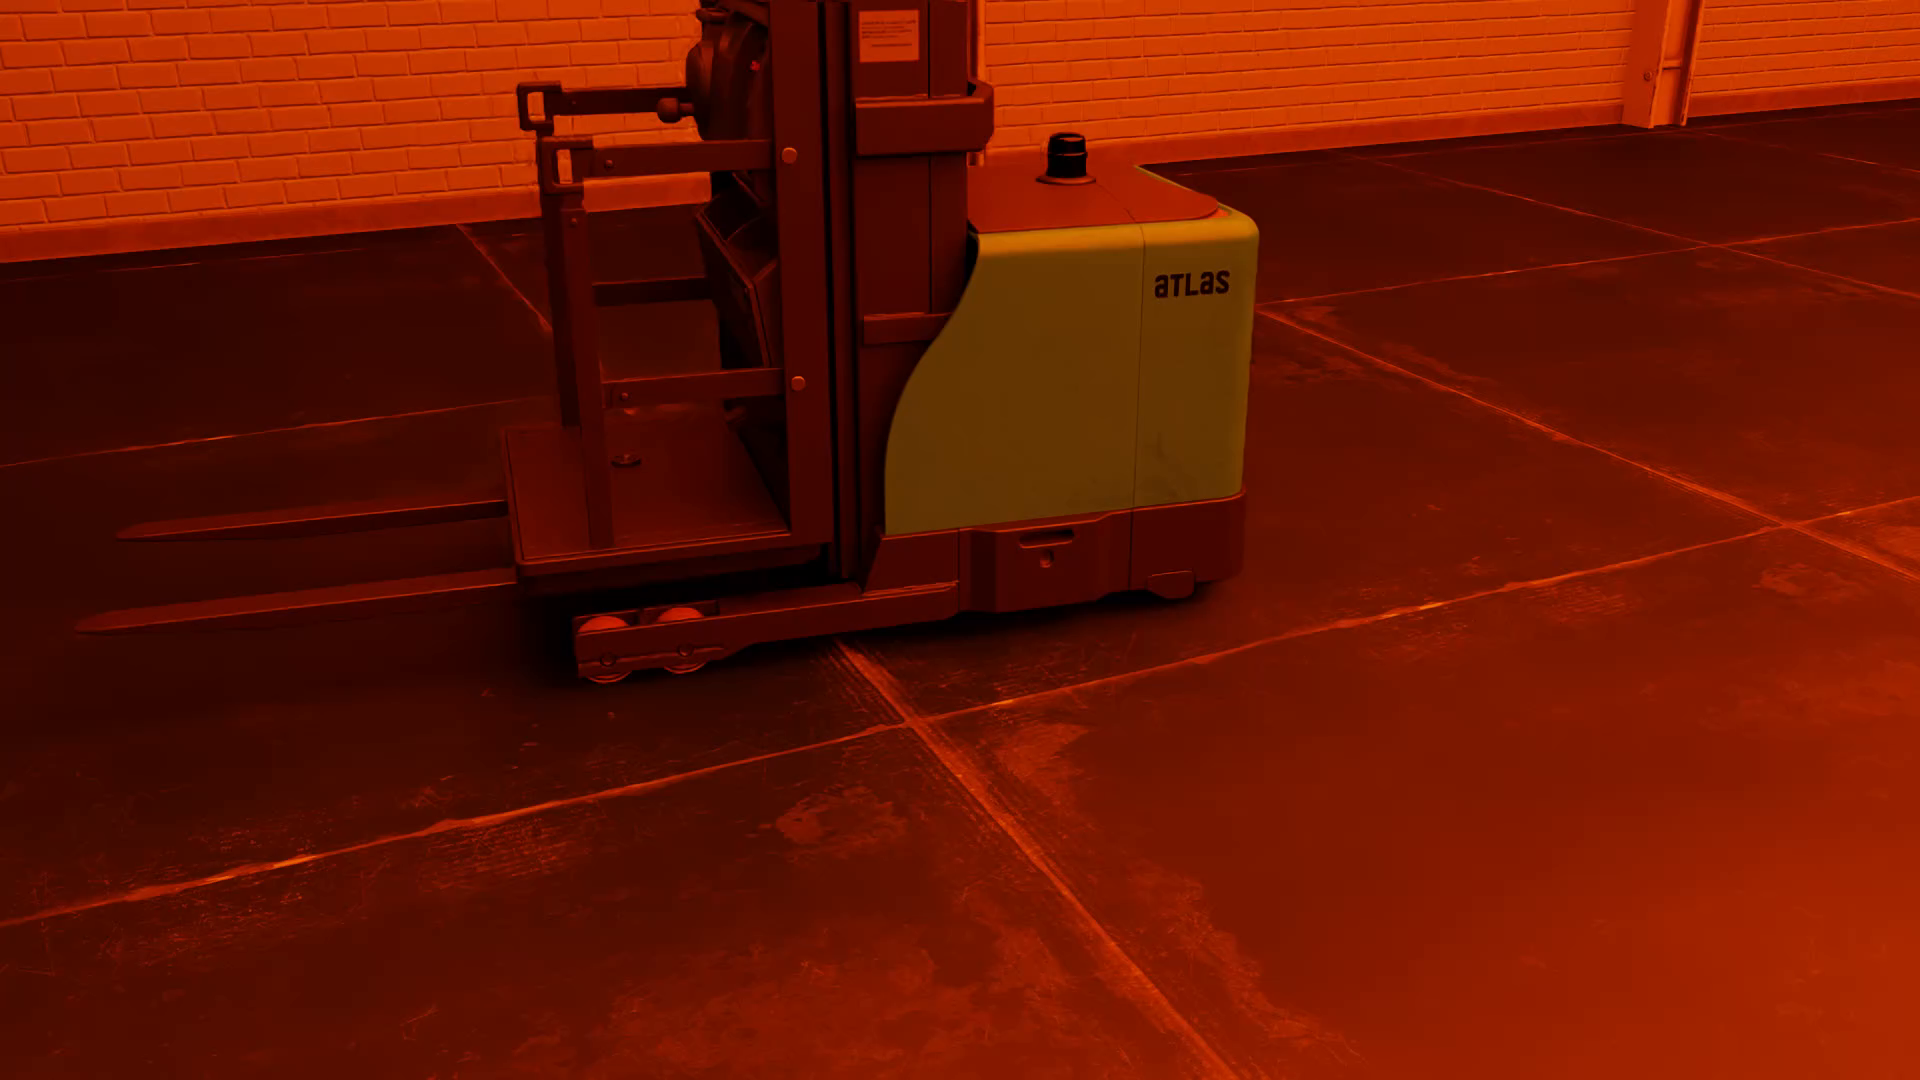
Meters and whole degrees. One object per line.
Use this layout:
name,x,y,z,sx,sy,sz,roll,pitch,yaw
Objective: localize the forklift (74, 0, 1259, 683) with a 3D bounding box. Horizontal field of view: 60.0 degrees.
forklift,-0.774,-1.215,4.211,3.031,2.935,1.130,-6,23,-15
